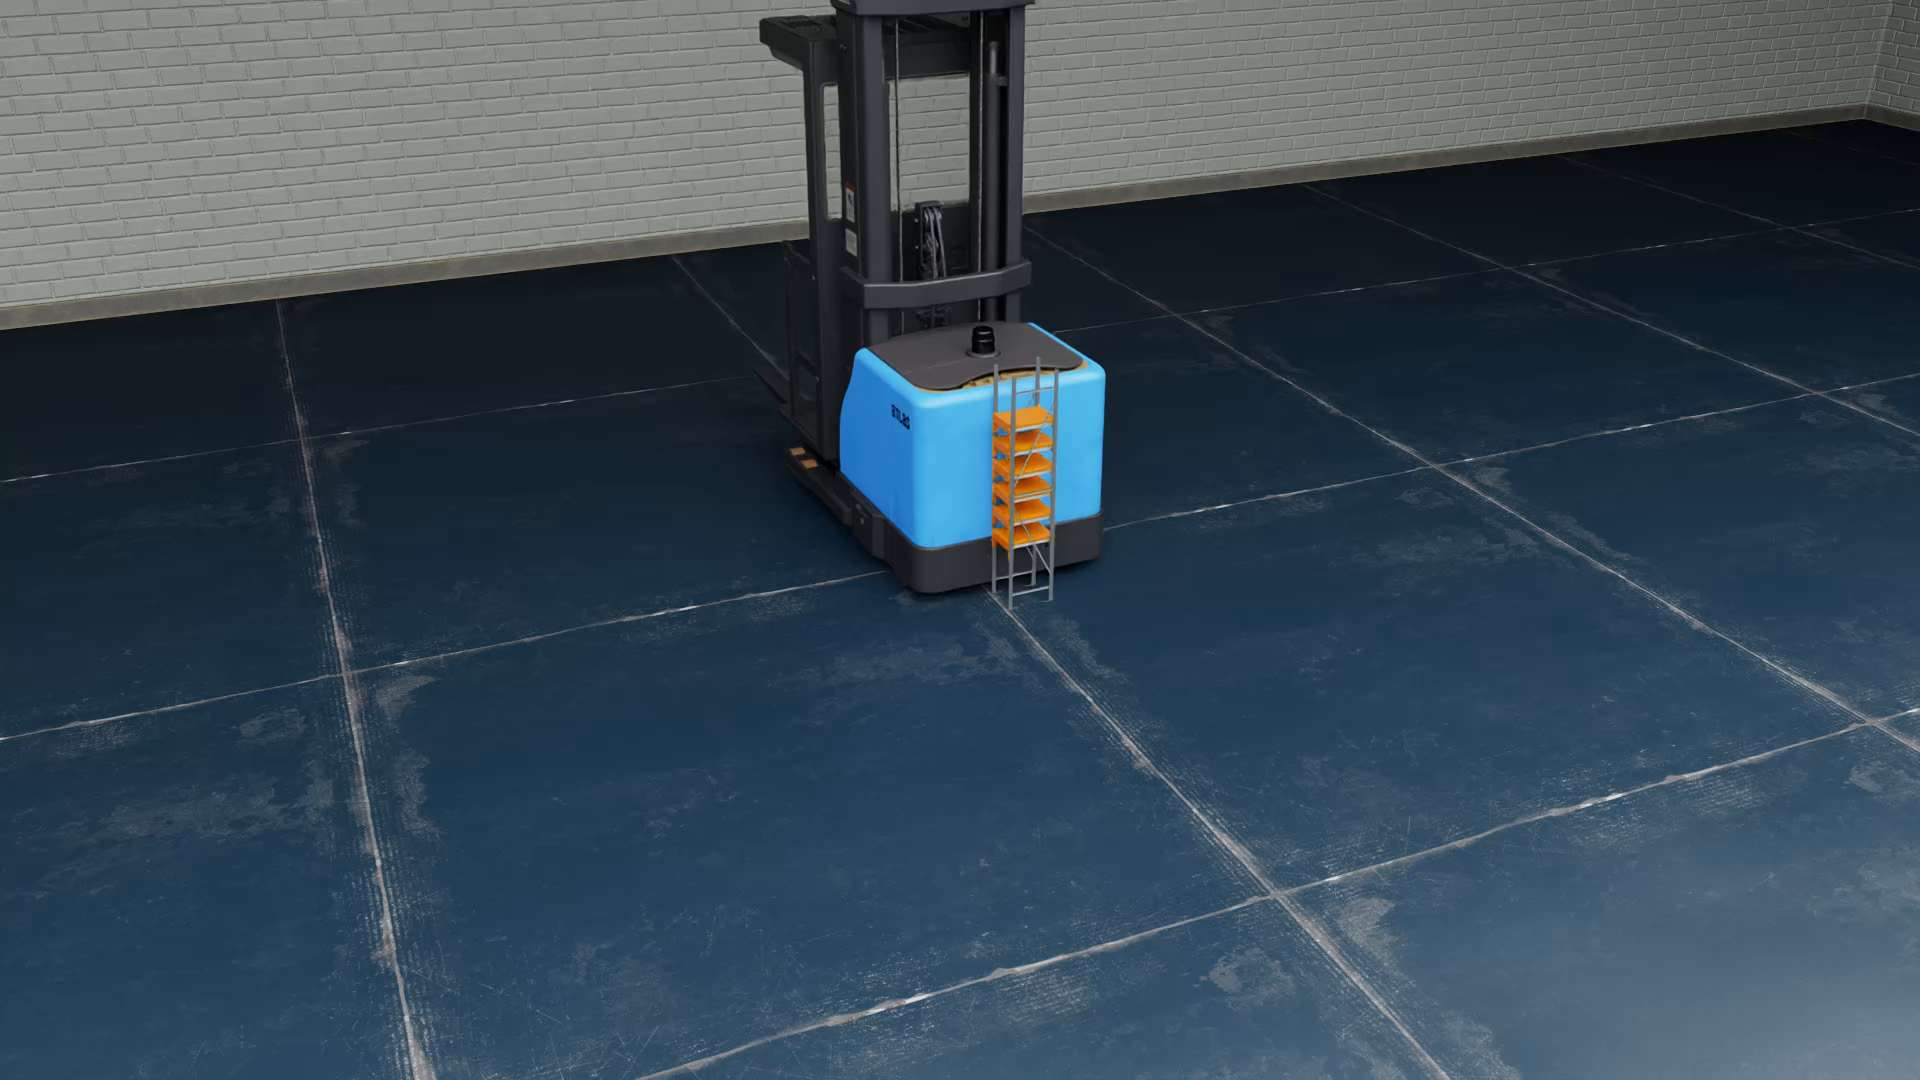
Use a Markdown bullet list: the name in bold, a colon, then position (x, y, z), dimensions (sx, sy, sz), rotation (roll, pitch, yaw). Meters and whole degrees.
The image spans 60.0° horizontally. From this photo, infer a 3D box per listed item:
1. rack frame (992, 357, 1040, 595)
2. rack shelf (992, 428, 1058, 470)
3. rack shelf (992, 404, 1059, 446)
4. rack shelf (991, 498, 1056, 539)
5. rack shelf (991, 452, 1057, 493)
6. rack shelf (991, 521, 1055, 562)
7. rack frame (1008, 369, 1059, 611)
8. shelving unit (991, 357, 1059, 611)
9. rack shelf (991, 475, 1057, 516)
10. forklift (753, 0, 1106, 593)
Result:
- **rack frame**: position (0.265, -0.291, 7.979), dimensions (0.240, 1.200, 0.006), rotation (-12, 28, -22)
- **rack shelf**: position (0.304, -0.431, 7.819), dimensions (0.258, 0.103, 0.180), rotation (-12, 28, -22)
- **rack shelf**: position (0.304, -0.539, 7.767), dimensions (0.258, 0.103, 0.180), rotation (-12, 28, -22)
- **rack shelf**: position (0.304, -0.107, 7.977), dimensions (0.258, 0.103, 0.180), rotation (-12, 28, -22)
- **rack shelf**: position (0.304, -0.323, 7.872), dimensions (0.258, 0.103, 0.180), rotation (-12, 28, -22)
- **rack shelf**: position (0.304, 0.000, 8.030), dimensions (0.258, 0.103, 0.180), rotation (-12, 28, -22)
- **rack frame**: position (0.343, -0.219, 7.831), dimensions (0.240, 1.200, 0.006), rotation (-12, 28, -22)
- **shelving unit**: position (0.304, -0.255, 7.905), dimensions (0.258, 1.200, 0.189), rotation (-12, 28, -22)
- **rack shelf**: position (0.304, -0.215, 7.924), dimensions (0.258, 0.103, 0.180), rotation (-12, 28, -22)
- **forklift**: position (-0.362, -1.677, 8.845), dimensions (1.130, 2.935, 3.031), rotation (-12, 28, -22)
